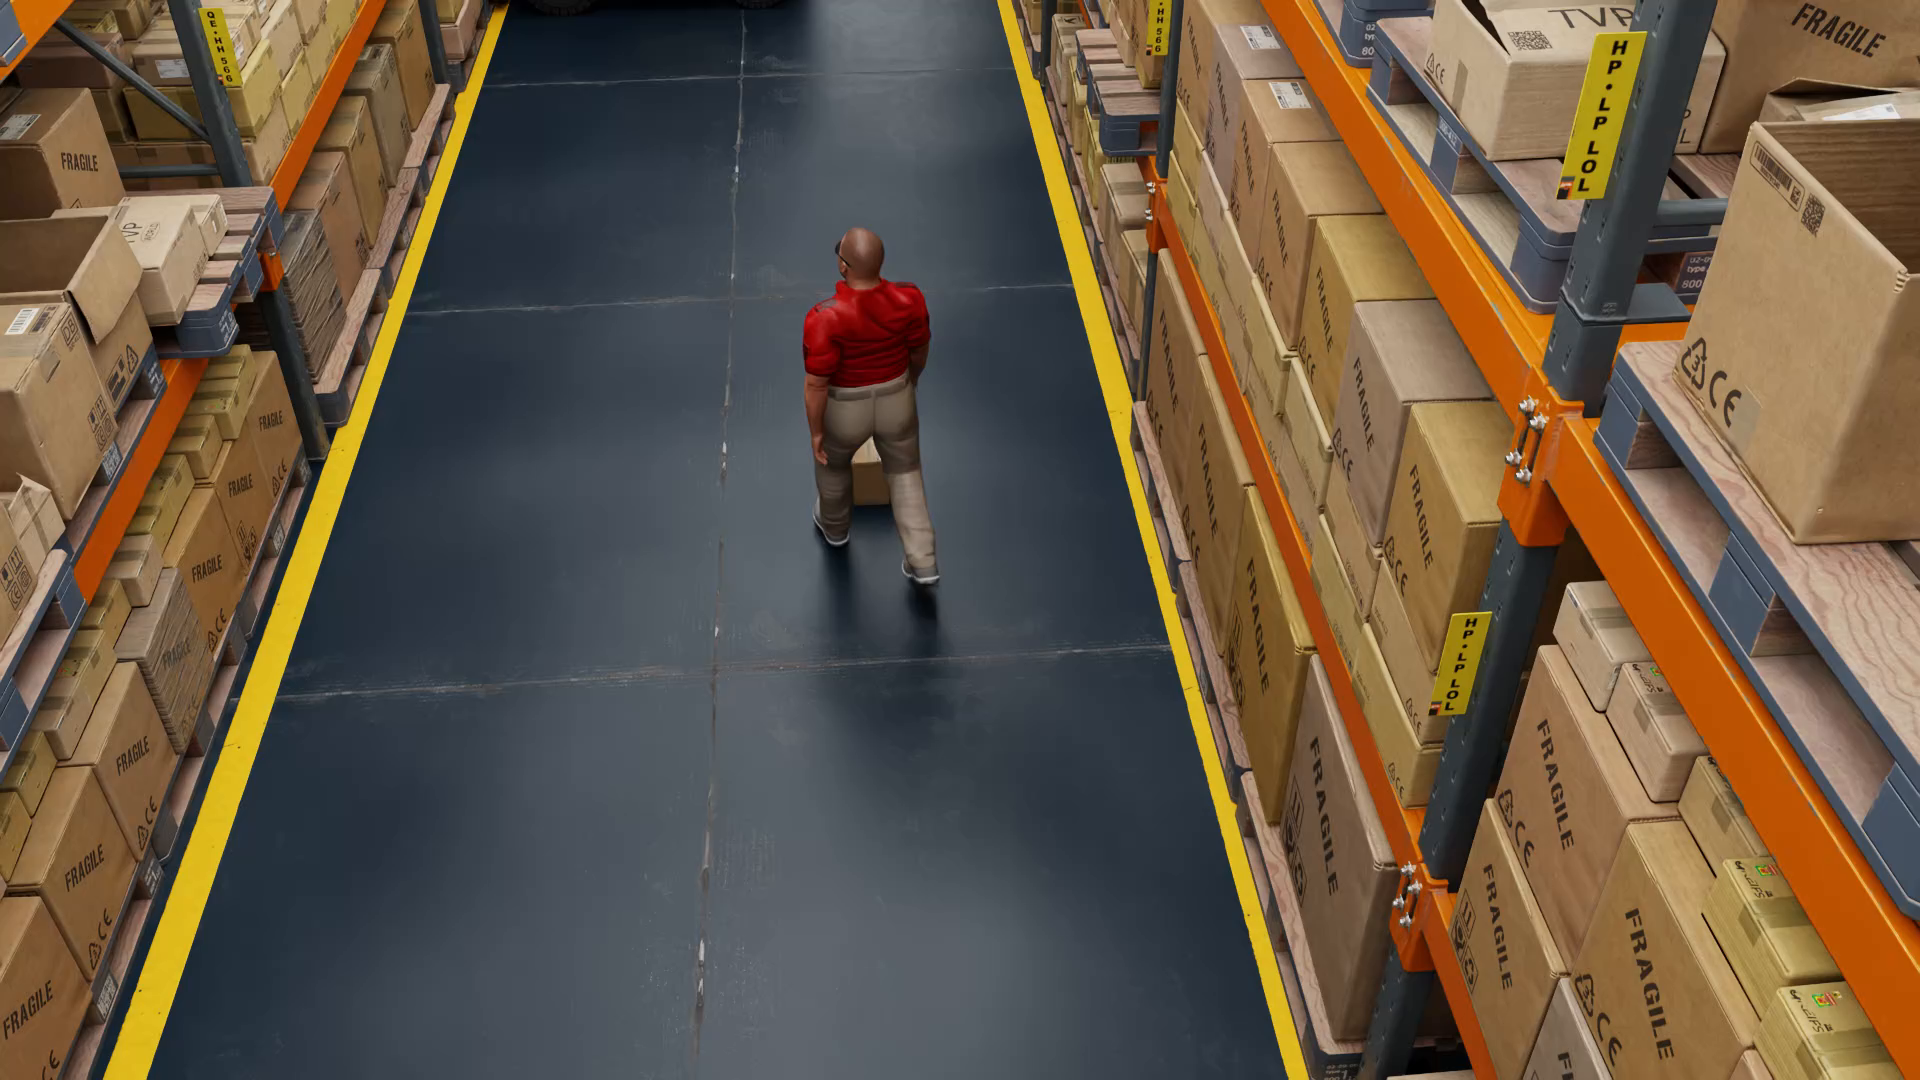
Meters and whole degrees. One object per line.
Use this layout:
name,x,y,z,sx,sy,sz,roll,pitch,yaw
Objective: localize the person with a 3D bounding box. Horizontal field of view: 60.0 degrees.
person,-0.398,-0.574,6.876,0.549,1.689,0.894,-11,40,-13
